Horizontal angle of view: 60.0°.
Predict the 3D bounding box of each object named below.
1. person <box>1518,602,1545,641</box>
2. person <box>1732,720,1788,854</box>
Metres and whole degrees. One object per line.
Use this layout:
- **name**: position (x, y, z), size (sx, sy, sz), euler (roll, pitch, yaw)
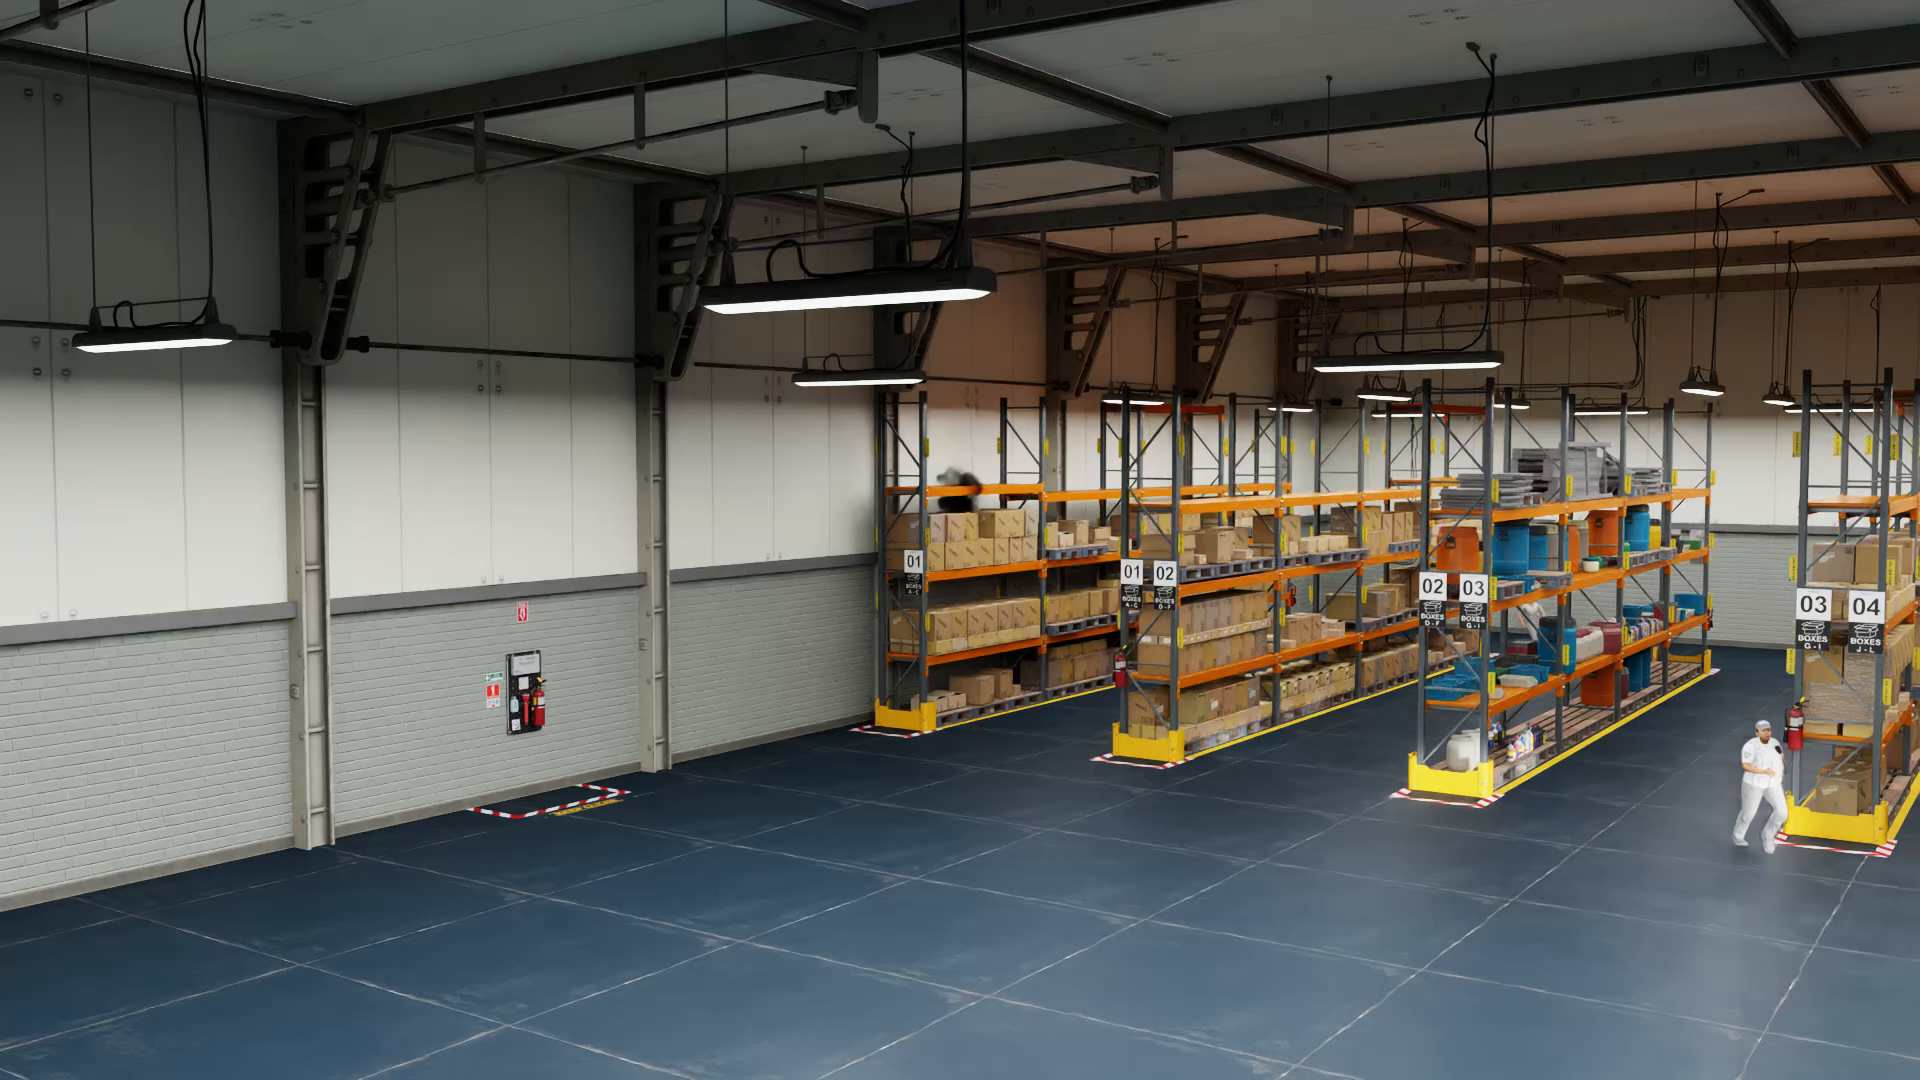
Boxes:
- **person**: position (13.437, 2.043, 38.974), size (0.609, 1.609, 0.497), euler (0, 3, 3)
- **person**: position (9.919, 3.033, 20.524), size (0.612, 1.649, 0.827), euler (0, 3, 0)
